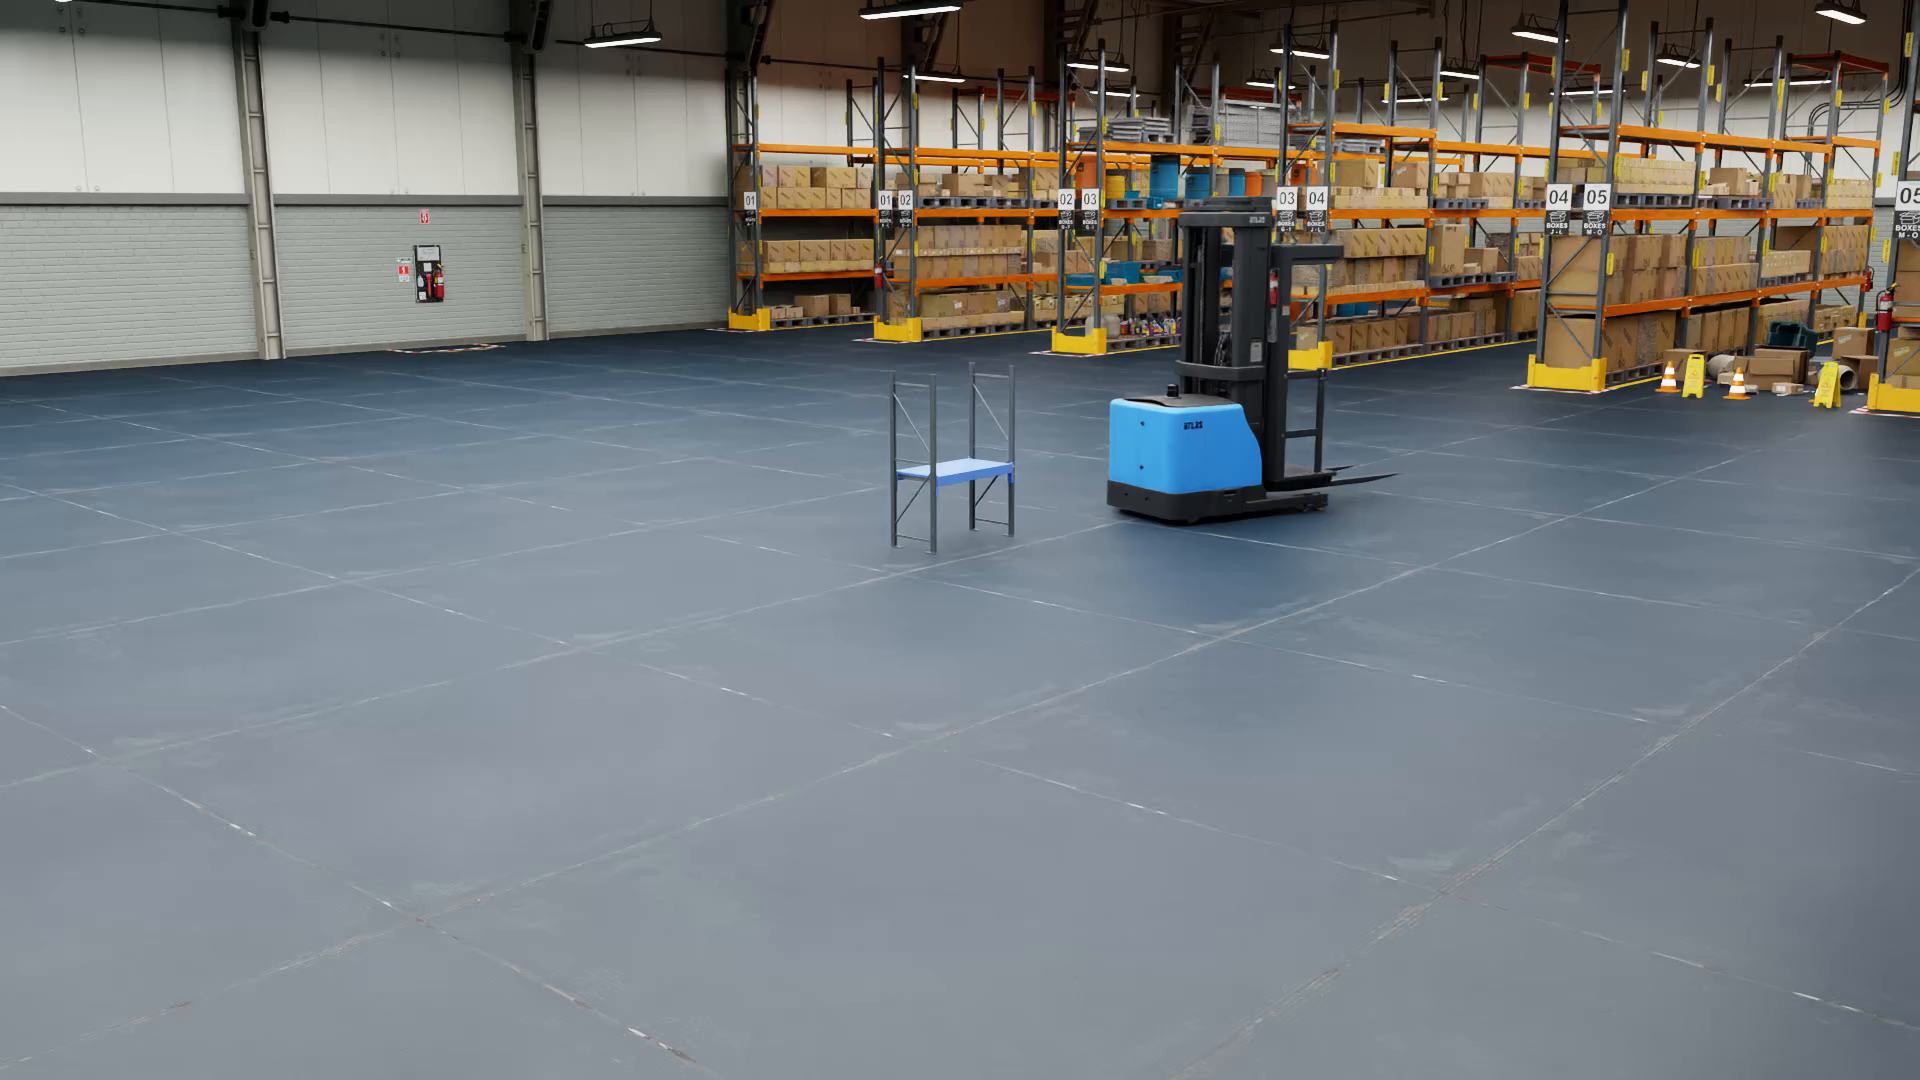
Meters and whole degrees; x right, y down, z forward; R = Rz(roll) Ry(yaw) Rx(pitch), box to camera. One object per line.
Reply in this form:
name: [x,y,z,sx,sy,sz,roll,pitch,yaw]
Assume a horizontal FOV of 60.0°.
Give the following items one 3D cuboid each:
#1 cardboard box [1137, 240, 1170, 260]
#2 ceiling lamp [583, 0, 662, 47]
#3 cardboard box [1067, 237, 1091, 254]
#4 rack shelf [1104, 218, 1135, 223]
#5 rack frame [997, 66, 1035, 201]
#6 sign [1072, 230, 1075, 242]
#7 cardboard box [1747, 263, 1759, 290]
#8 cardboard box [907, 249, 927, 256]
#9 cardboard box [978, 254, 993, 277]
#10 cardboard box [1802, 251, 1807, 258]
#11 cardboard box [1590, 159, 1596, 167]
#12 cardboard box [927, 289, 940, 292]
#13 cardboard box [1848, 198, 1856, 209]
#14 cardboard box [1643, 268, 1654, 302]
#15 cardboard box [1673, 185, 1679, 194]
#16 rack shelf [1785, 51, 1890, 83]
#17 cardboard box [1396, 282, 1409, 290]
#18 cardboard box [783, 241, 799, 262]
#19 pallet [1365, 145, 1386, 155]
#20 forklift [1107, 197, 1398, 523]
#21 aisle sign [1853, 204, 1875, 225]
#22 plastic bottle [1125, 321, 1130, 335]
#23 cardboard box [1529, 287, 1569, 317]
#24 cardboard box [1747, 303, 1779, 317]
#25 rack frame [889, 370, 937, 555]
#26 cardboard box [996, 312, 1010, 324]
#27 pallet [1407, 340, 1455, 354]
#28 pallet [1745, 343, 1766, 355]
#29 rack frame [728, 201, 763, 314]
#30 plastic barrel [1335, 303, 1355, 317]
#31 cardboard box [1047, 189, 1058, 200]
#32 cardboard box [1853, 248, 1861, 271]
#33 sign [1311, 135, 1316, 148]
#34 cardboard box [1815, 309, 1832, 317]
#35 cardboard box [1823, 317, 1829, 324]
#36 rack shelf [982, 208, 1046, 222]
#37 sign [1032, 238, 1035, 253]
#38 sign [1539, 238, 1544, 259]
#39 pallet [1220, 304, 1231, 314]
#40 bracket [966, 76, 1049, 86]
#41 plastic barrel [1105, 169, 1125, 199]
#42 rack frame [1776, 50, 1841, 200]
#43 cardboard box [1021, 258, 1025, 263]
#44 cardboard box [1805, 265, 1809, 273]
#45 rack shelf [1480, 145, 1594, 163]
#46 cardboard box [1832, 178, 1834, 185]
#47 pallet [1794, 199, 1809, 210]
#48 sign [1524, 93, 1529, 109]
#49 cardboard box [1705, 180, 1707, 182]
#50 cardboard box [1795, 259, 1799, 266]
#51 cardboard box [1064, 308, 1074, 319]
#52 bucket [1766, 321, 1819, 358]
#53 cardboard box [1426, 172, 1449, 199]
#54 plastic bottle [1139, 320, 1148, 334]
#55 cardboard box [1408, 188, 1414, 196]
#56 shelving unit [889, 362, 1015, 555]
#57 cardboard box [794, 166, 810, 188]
cardboard box: [5.006,-7.510,43.076,0.500,0.500,0.700,-9,14,-37]
ceiling lamp: [-6.473,-10.779,30.550,2.000,3.185,0.800,10,15,40]
cardboard box: [3.215,-8.491,48.550,0.980,0.700,0.700,10,15,41]
rack shelf: [5.248,-8.451,43.290,1.077,0.370,4.000,10,15,40]
rack frame: [1.288,-9.392,38.506,1.000,3.000,0.127,10,15,40]
sign: [3.259,-8.727,47.741,0.100,0.325,0.005,10,15,40]
cardboard box: [14.930,-5.049,31.824,0.500,0.500,0.500,10,15,40]
cardboard box: [-0.932,-6.258,36.224,0.380,0.149,0.250,10,15,40]
cardboard box: [0.322,-6.281,37.993,0.700,0.500,0.500,10,15,41]
cardboard box: [17.371,-5.940,34.591,0.380,0.149,0.250,9,15,39]
cardboard box: [10.048,-6.085,26.888,0.380,0.149,0.250,10,15,41]
cardboard box: [-0.966,-6.418,44.193,0.700,0.500,0.500,10,15,40]
cardboard box: [19.200,-7.346,36.306,0.500,0.250,0.500,11,15,43]
cardboard box: [11.085,-4.291,27.903,0.875,0.550,0.500,10,15,40]
cardboard box: [11.881,-5.907,28.033,0.380,0.149,0.250,10,15,41]
rack shelf: [18.987,-10.202,35.917,1.077,0.370,4.000,10,15,40]
cardboard box: [8.342,-4.860,31.775,0.380,0.149,0.250,10,15,40]
cardboard box: [-4.202,-6.908,39.805,0.500,0.500,0.500,10,15,41]
pallet: [9.764,-9.513,40.618,1.003,0.211,1.213,10,15,40]
forklift: [2.920,-1.781,15.892,3.031,2.935,1.130,-7,13,-31]
aisle sign: [20.580,-7.524,37.838,0.394,0.787,0.004,10,15,40]
plastic bottle: [3.516,-4.451,34.897,0.061,0.283,0.133,10,15,40]
cardboard box: [13.011,-5.281,37.595,1.225,0.875,0.875,9,14,38]
cardboard box: [15.998,-4.593,33.195,0.500,0.250,0.500,10,15,40]
rack frame: [-0.392,-0.648,13.876,0.500,1.500,0.032,10,15,40]
cardboard box: [0.808,-5.138,38.477,0.500,0.250,0.500,10,15,40]
pallet: [9.239,-3.916,33.526,1.003,0.211,1.213,10,15,40]
pallet: [15.543,-3.848,33.188,1.003,0.211,1.213,10,15,40]
rack frame: [-5.076,-6.501,39.351,1.000,3.000,0.127,10,15,40]
plastic barrel: [9.447,-5.981,41.031,0.600,0.901,0.708,10,15,40]
cardboard box: [2.062,-8.224,39.628,0.500,0.250,0.500,8,14,35]
cardboard box: [19.860,-6.298,37.320,0.500,0.500,0.500,9,15,39]
sign: [8.064,-9.111,37.924,0.100,0.325,0.005,10,15,40]
cardboard box: [18.790,-4.957,36.310,0.380,0.149,0.250,10,15,42]
cardboard box: [18.759,-4.821,36.387,0.380,0.149,0.250,11,16,43]
rack shelf: [1.525,-9.091,46.494,1.077,0.370,4.000,10,15,40]
sign: [1.705,-6.842,38.643,0.100,0.325,0.005,10,15,40]
sign: [9.347,-4.680,26.672,0.100,0.325,0.005,10,15,40]
pallet: [7.022,-6.360,45.765,1.003,0.211,1.213,10,15,40]
bracket: [0.938,-12.700,45.880,0.076,0.066,4.783,10,15,40]
plastic barrel: [3.023,-7.174,33.507,0.600,0.588,0.600,0,11,0]
rack frame: [17.666,-8.631,34.699,1.000,3.000,0.127,10,15,40]
cardboard box: [1.600,-7.810,46.496,0.380,0.149,0.250,10,15,41]
cardboard box: [17.553,-5.688,34.849,0.380,0.149,0.250,9,15,39]
rack shelf: [12.687,-8.444,36.620,1.077,0.370,4.000,10,15,40]
cardboard box: [18.245,-7.575,35.156,0.380,0.149,0.250,9,14,38]
pallet: [16.496,-6.838,33.859,1.213,0.211,1.003,10,15,40]
sign: [11.781,-9.127,34.594,0.100,0.325,0.005,10,15,40]
cardboard box: [13.377,-6.481,30.491,0.500,0.311,0.500,9,14,38]
cardboard box: [17.036,-5.718,34.240,0.380,0.149,0.250,9,14,39]
cardboard box: [2.418,-5.486,40.218,0.500,0.250,0.500,9,15,39]
bucket: [14.027,-3.334,27.973,0.620,0.611,0.726,5,7,-30]
cardboard box: [9.111,-6.952,32.616,0.797,0.503,0.637,9,14,38]
plastic bottle: [3.884,-4.518,35.253,0.152,0.276,0.135,10,15,40]
cardboard box: [8.383,-6.601,31.556,0.380,0.149,0.250,9,14,38]
shelving unit: [-0.056,-0.723,14.251,0.538,1.500,1.048,10,15,40]
cardboard box: [-3.941,-8.691,39.796,0.500,0.500,0.500,10,15,42]
